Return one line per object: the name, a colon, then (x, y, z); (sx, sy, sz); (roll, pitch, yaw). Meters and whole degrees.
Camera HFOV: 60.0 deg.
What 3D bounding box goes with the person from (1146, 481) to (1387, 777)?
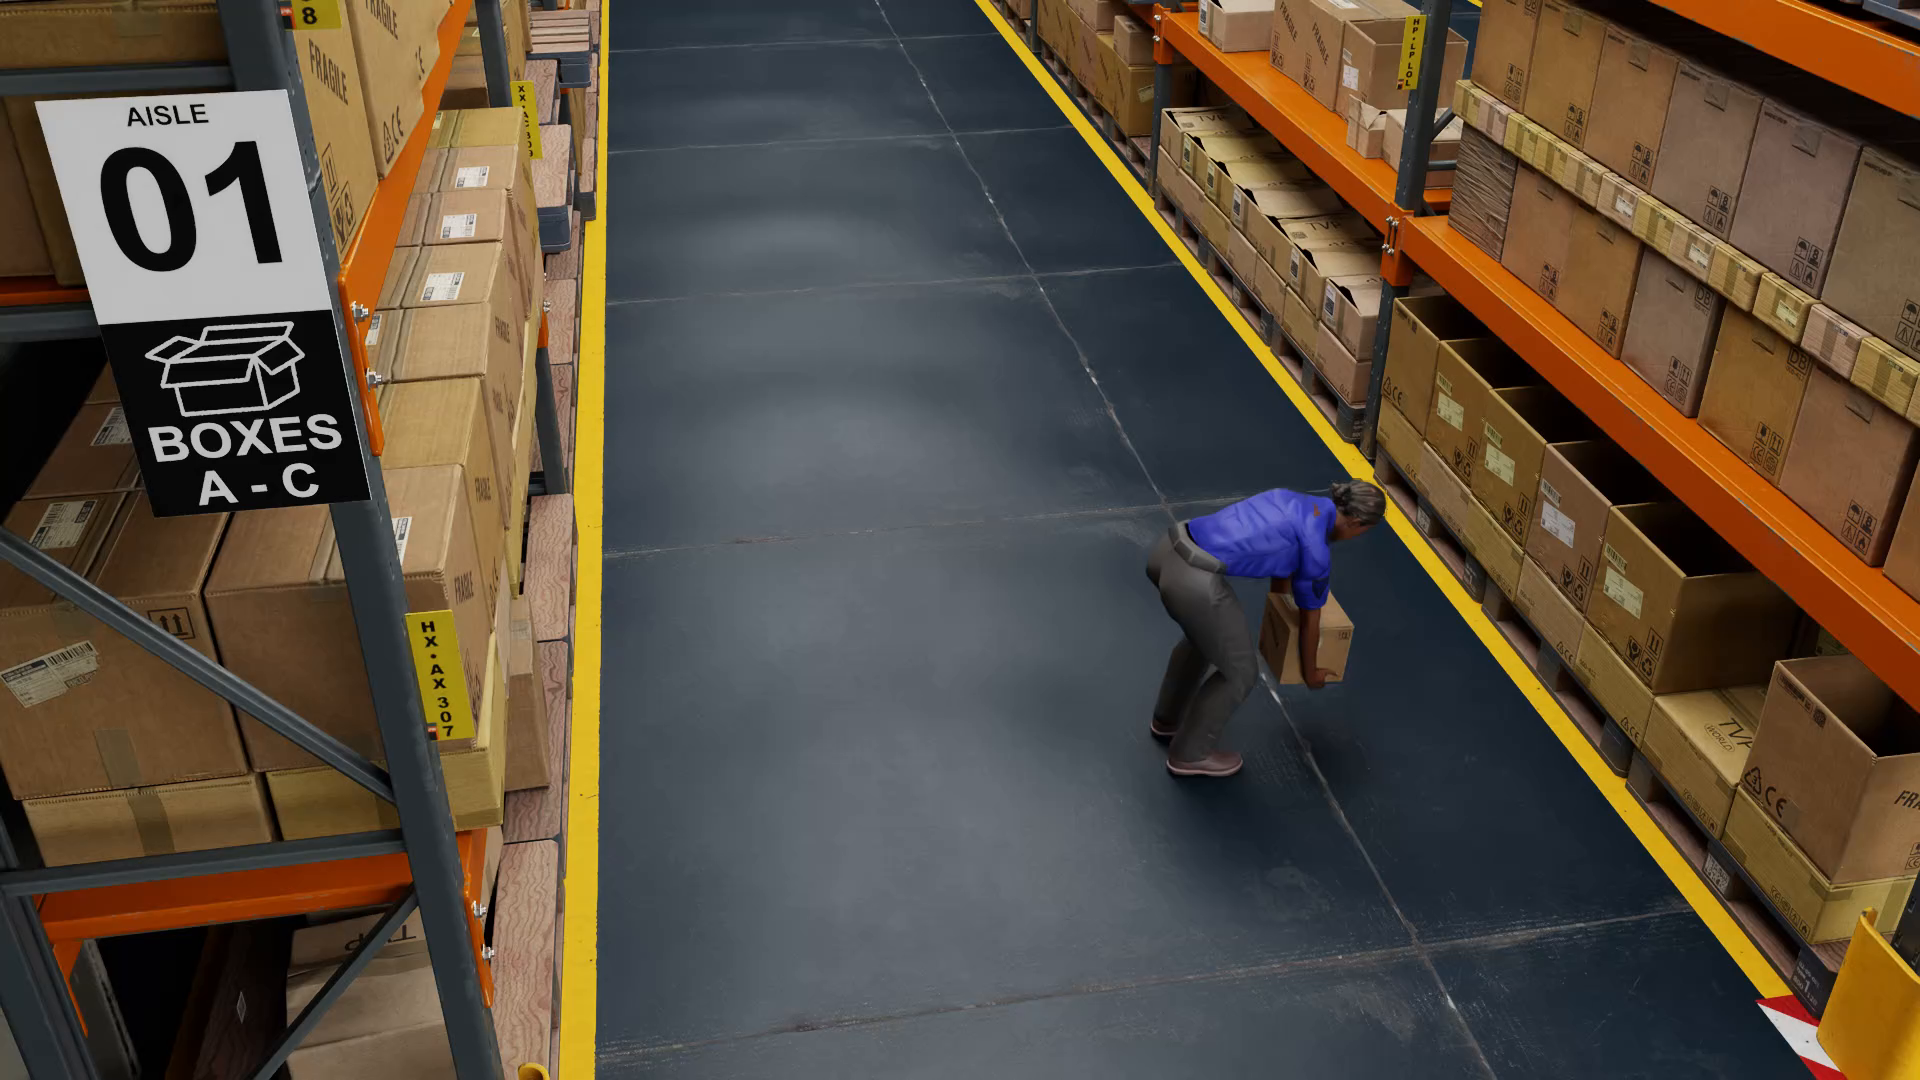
person: (1.112, 0.307, 6.161); (0.867, 1.112, 0.420); (-6, 31, -10)
